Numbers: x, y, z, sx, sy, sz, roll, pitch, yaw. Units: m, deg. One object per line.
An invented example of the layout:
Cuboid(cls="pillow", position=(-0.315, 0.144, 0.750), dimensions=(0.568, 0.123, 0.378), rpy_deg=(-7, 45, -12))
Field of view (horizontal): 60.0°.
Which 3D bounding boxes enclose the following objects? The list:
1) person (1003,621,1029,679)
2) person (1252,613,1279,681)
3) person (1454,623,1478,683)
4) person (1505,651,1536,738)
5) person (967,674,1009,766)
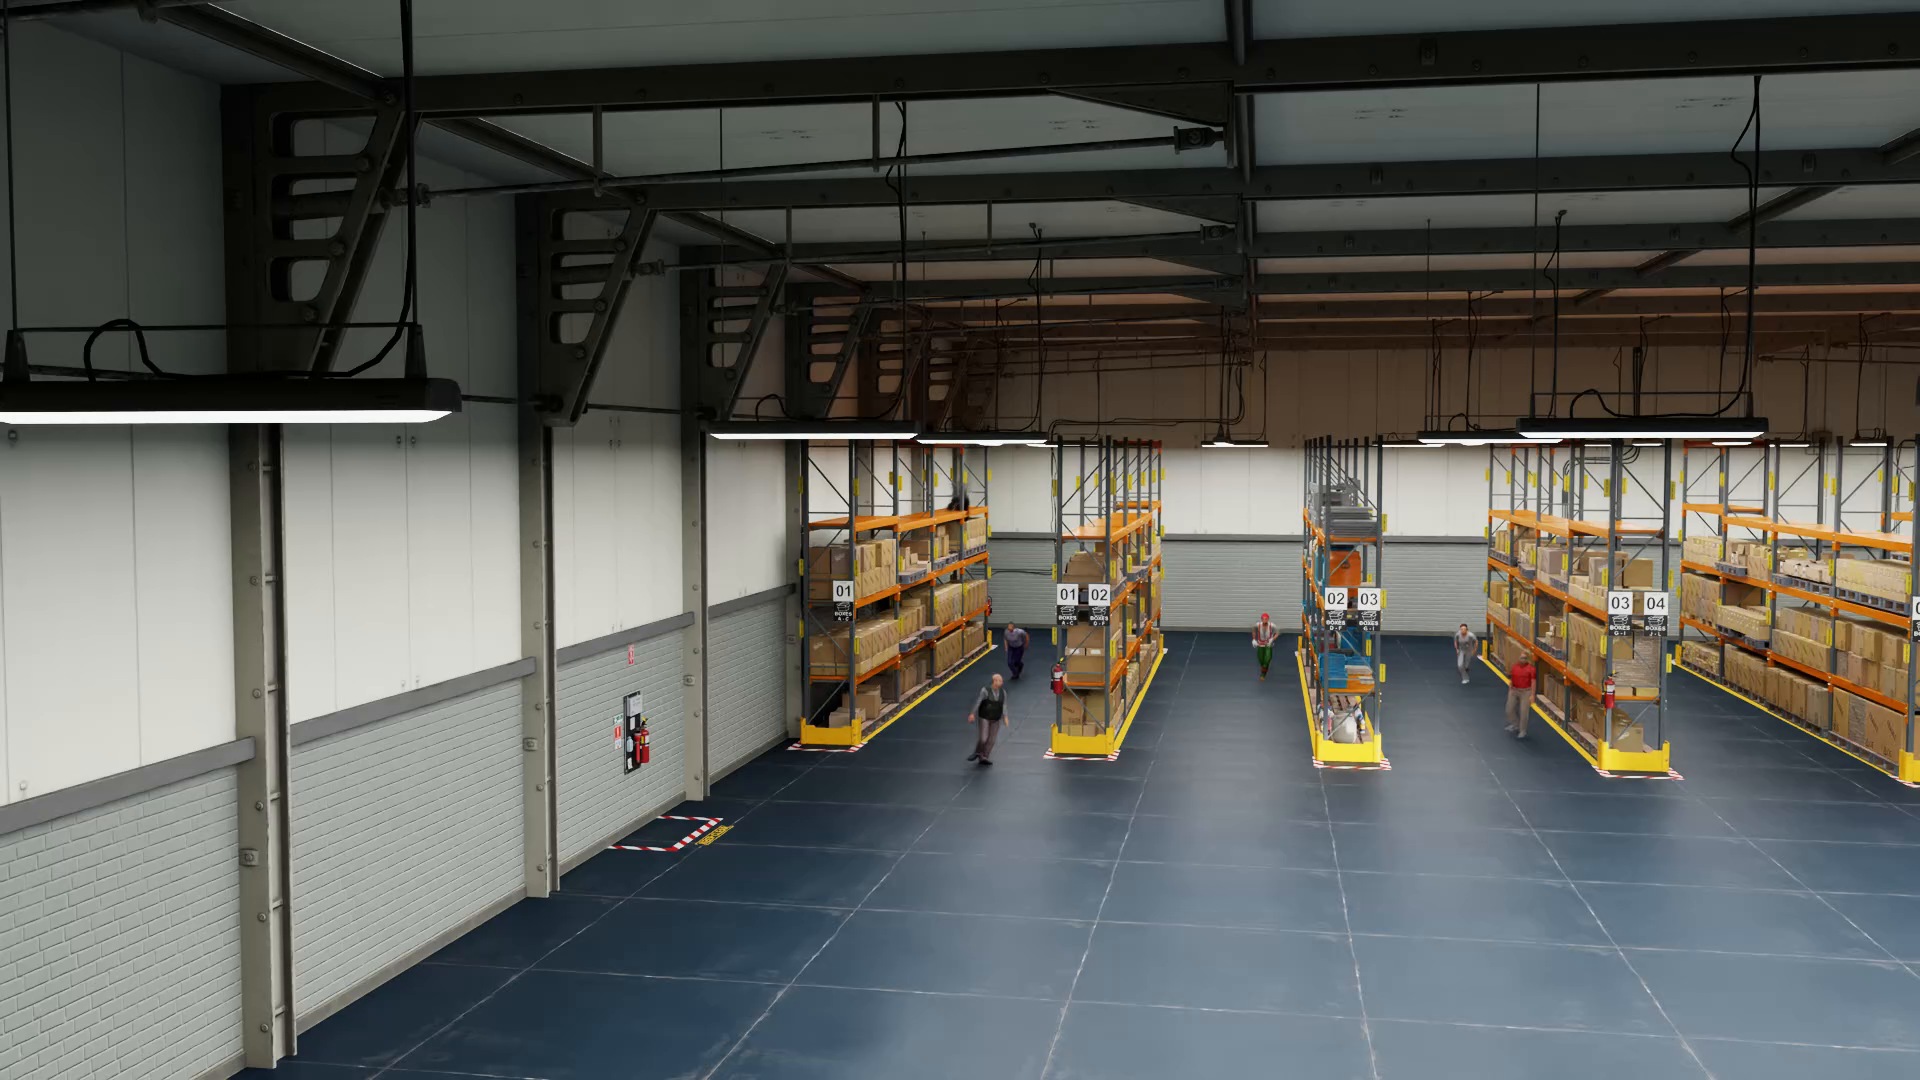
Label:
Cuboid(cls="person", position=(1.402, 2.748, 41.456), dimensions=(0.622, 1.482, 0.768), rpy_deg=(1, 3, 23))
Cuboid(cls="person", position=(7.585, 2.650, 41.340), dimensions=(0.640, 1.714, 0.765), rpy_deg=(0, 3, 7))
Cuboid(cls="person", position=(12.440, 2.769, 40.845), dimensions=(0.571, 1.502, 0.879), rpy_deg=(1, 3, 24))
Cuboid(cls="person", position=(11.178, 3.084, 33.154), dimensions=(0.670, 1.758, 0.507), rpy_deg=(3, 4, 44))
Cuboid(cls="person", position=(0.514, 3.254, 30.163), dimensions=(0.692, 1.684, 0.540), rpy_deg=(-2, 4, -29))
